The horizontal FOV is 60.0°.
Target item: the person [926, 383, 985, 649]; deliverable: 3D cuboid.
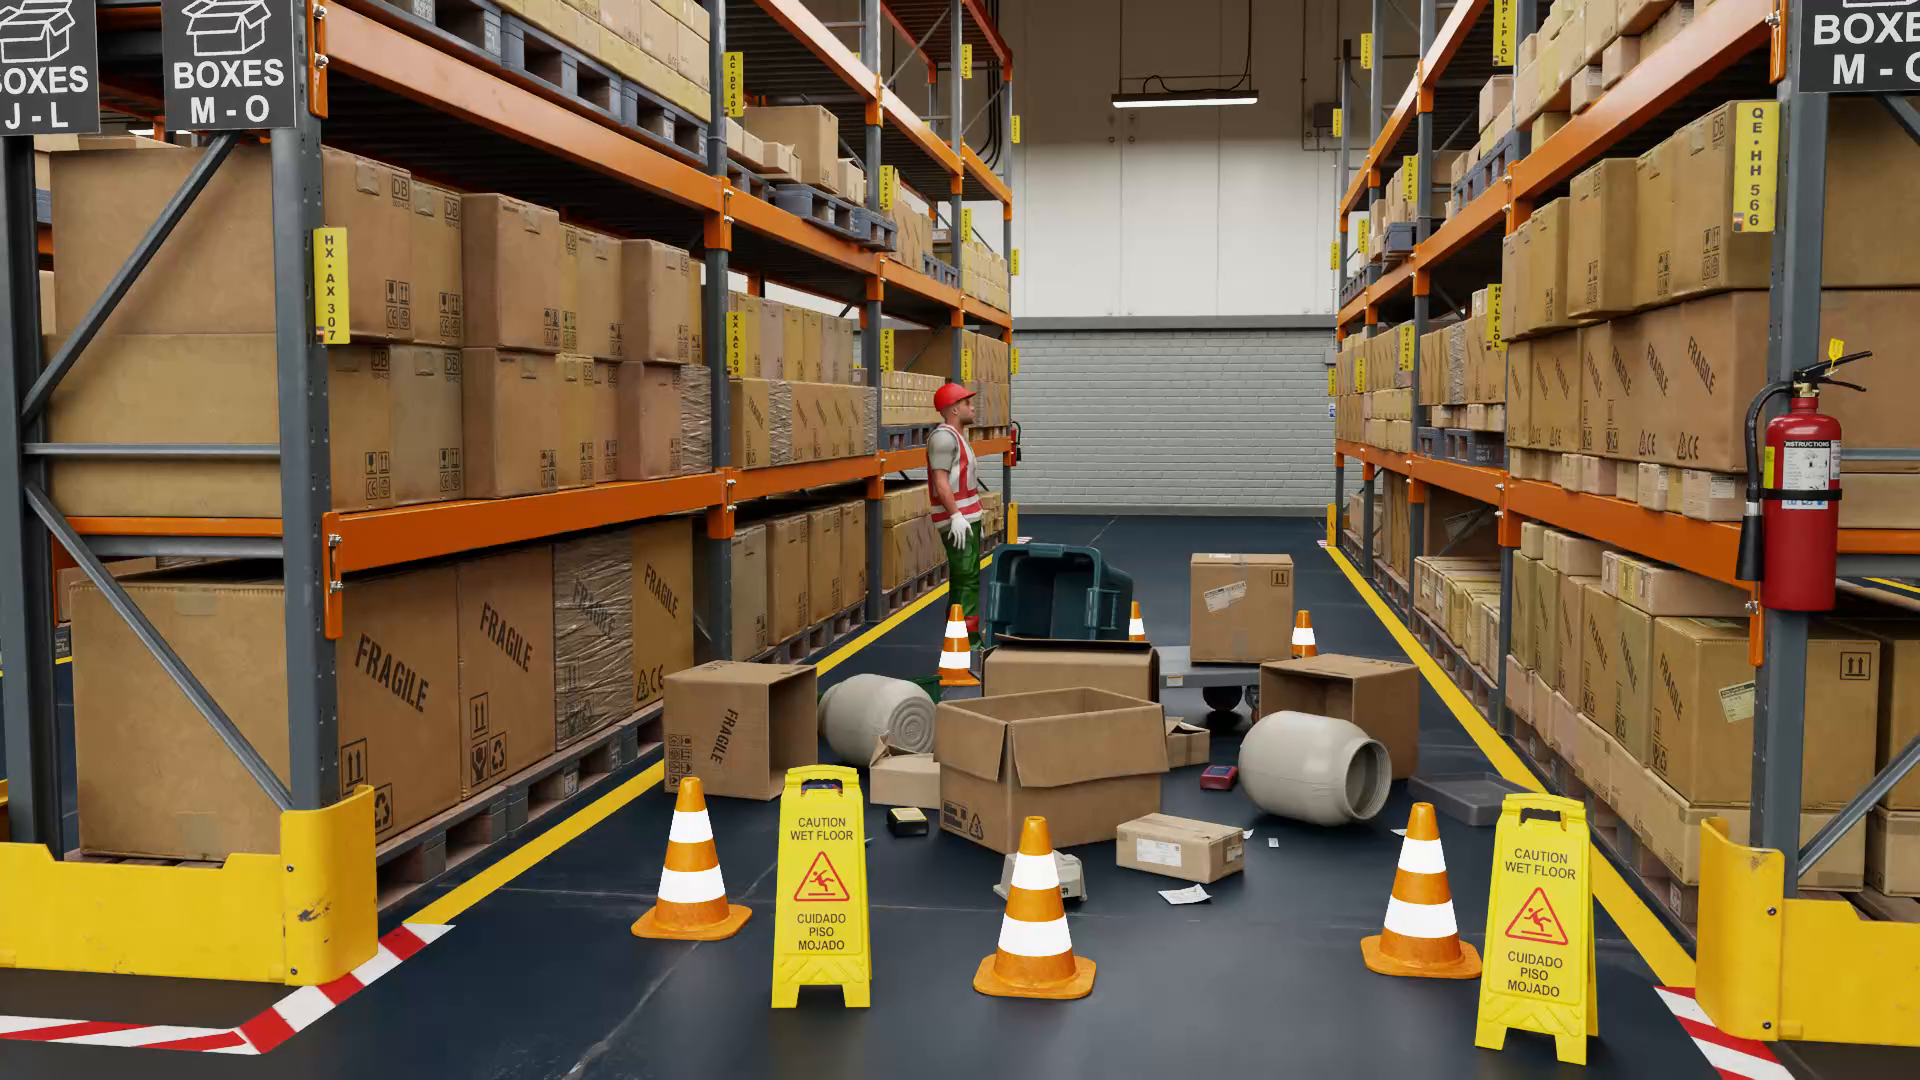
[{"bbox_3d":[0.078,-0.083,10.379,0.562,1.789,0.638,1,4,9],"label":"person"}]
